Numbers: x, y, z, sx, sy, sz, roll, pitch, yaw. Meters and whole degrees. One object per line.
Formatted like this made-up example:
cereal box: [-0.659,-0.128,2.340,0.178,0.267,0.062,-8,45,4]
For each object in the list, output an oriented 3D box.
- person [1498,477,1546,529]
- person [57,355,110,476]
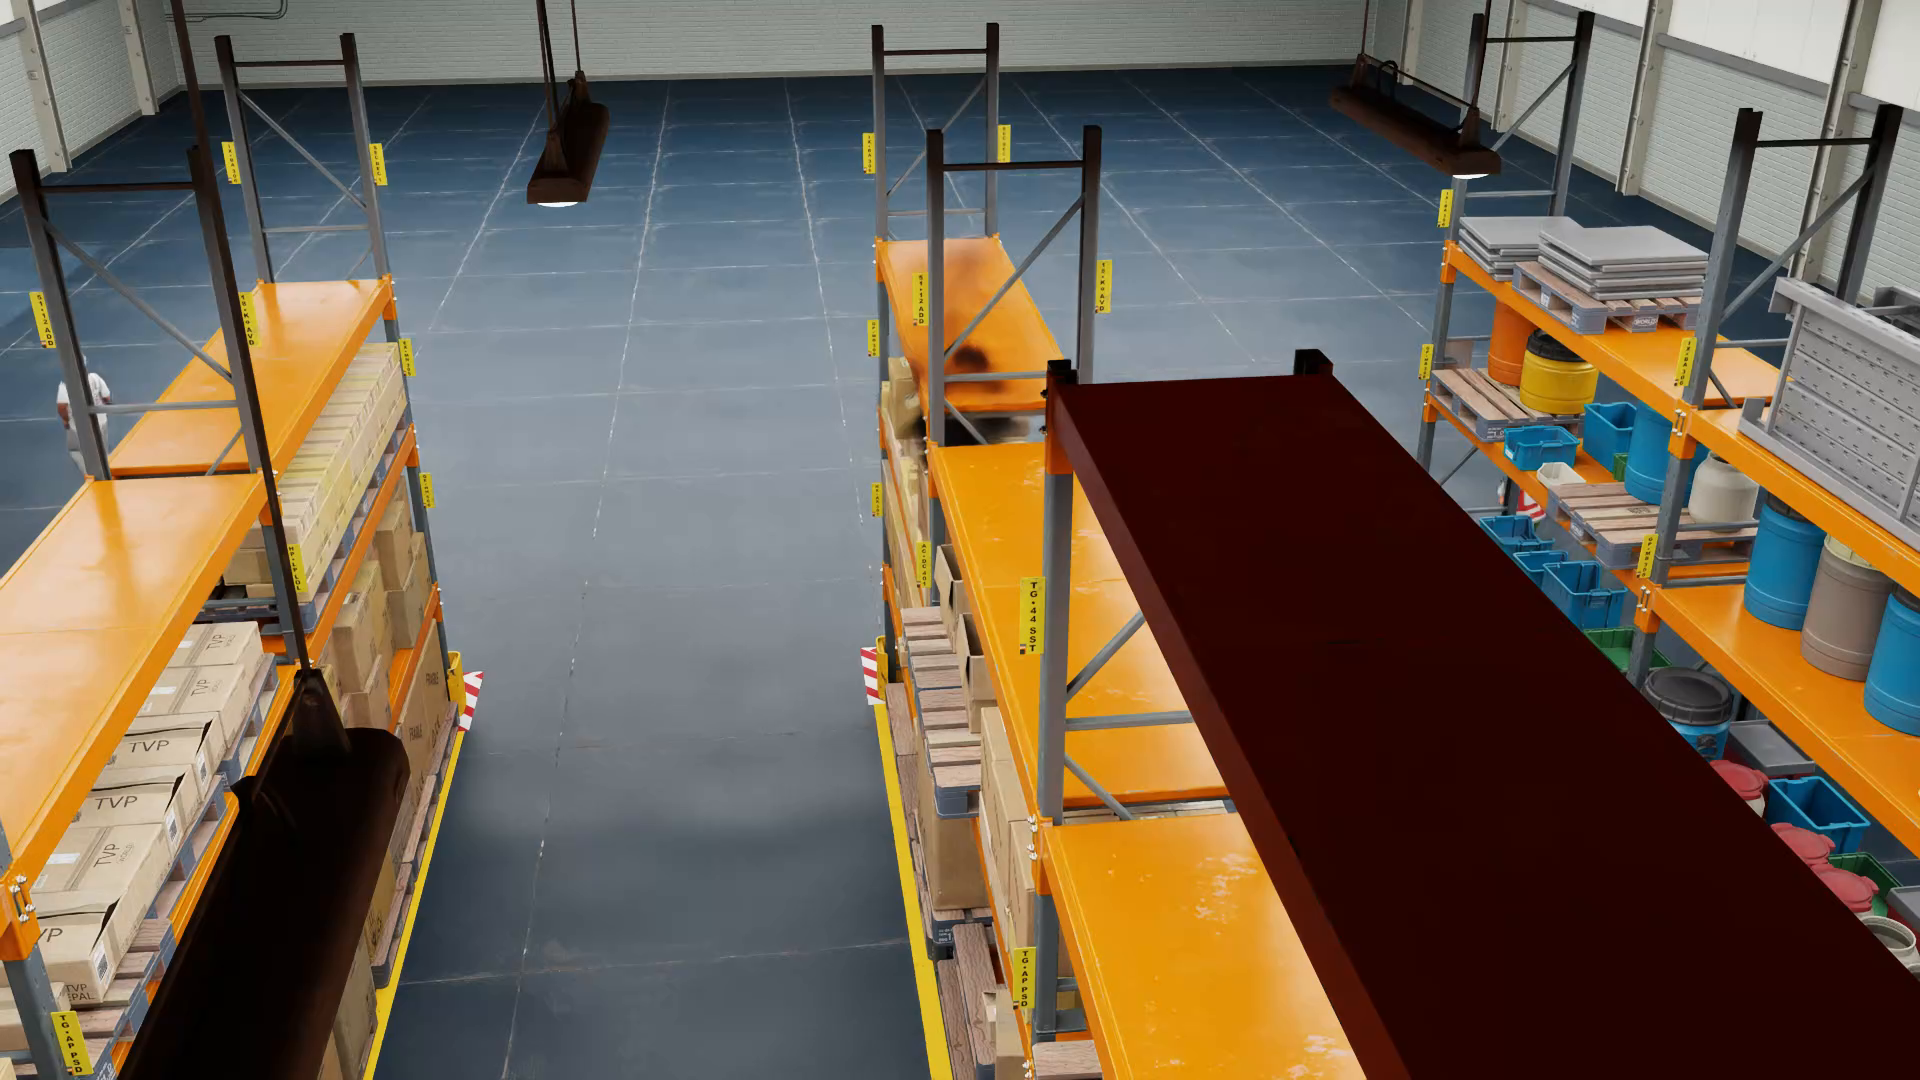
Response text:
person: [5.705,-0.240,16.912,0.697,1.747,0.961,-11,28,-22]
person: [-10.178,-1.350,19.314,0.645,1.793,0.644,22,33,38]
